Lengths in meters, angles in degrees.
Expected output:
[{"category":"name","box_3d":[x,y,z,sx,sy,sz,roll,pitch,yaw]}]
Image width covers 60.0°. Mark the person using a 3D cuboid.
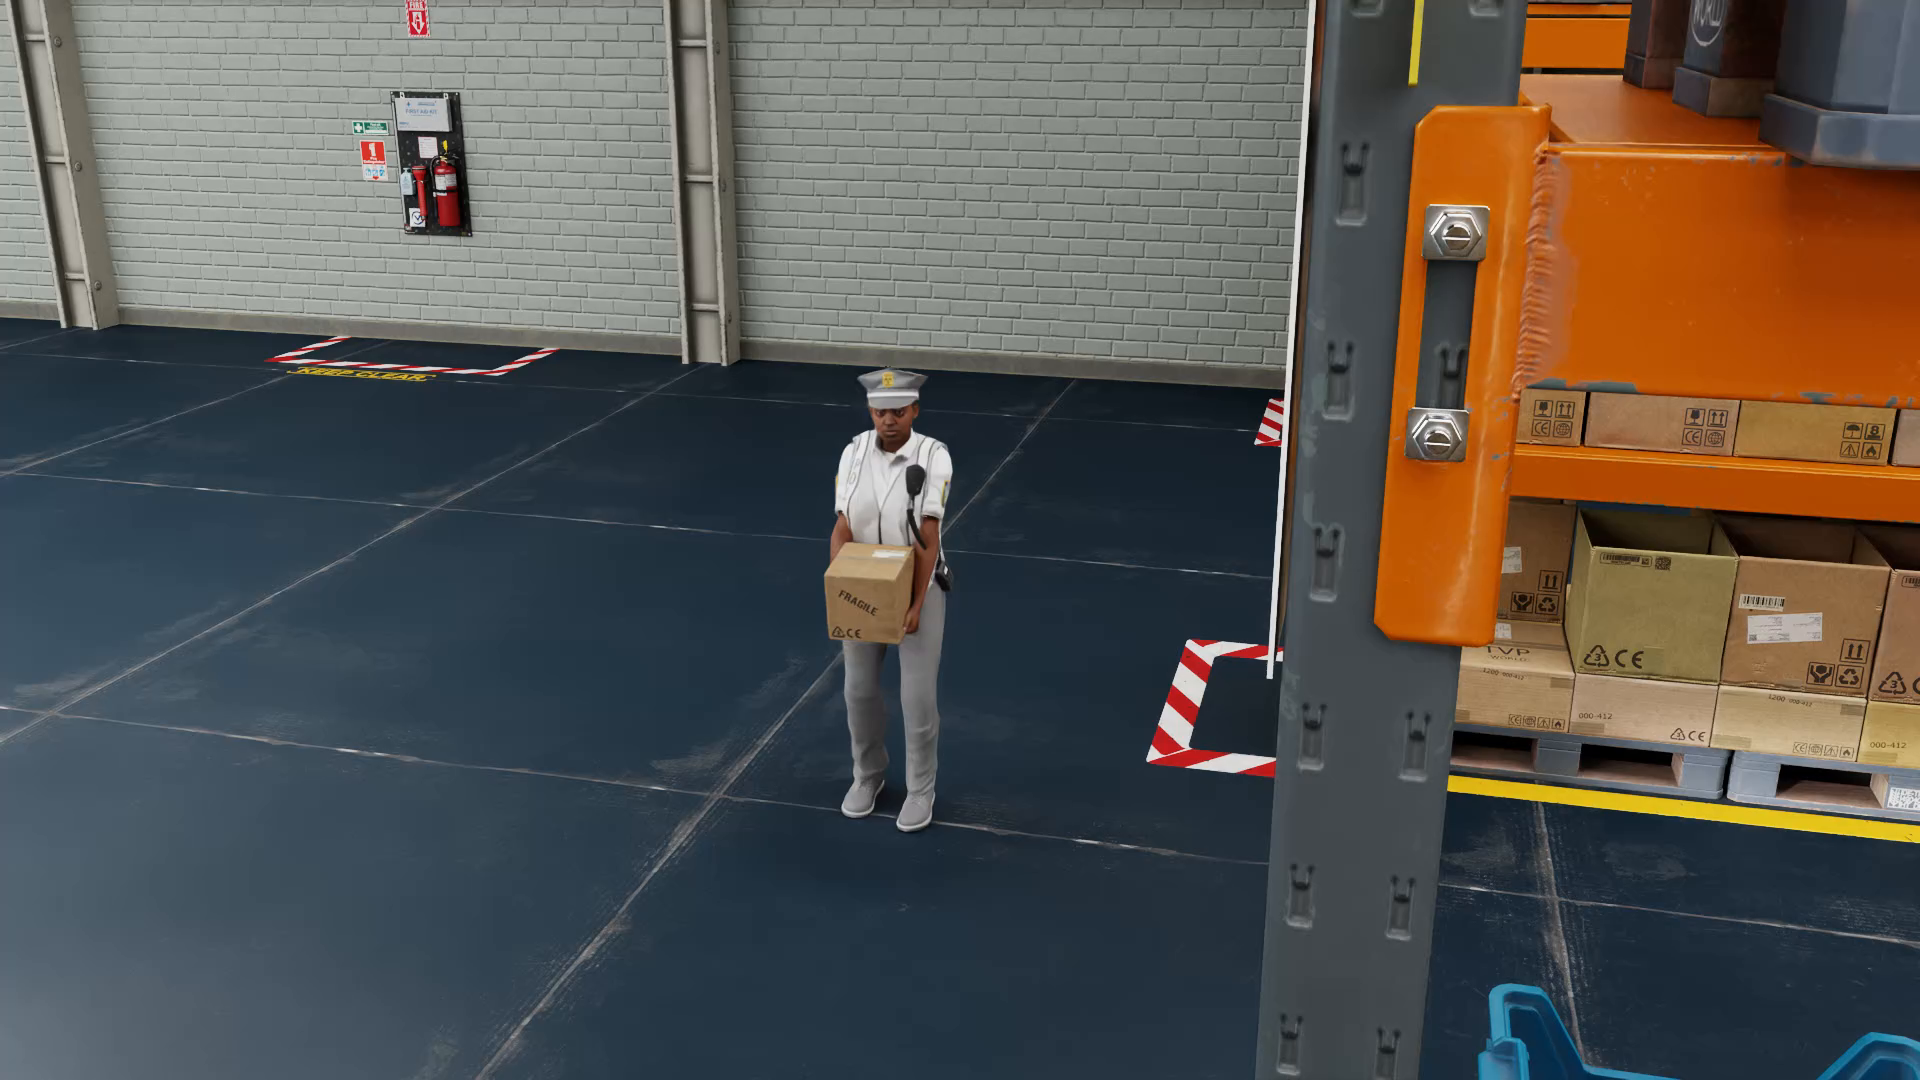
[{"category":"person","box_3d":[-0.249,0.215,5.893,0.416,1.685,0.530,4,19,13]}]
